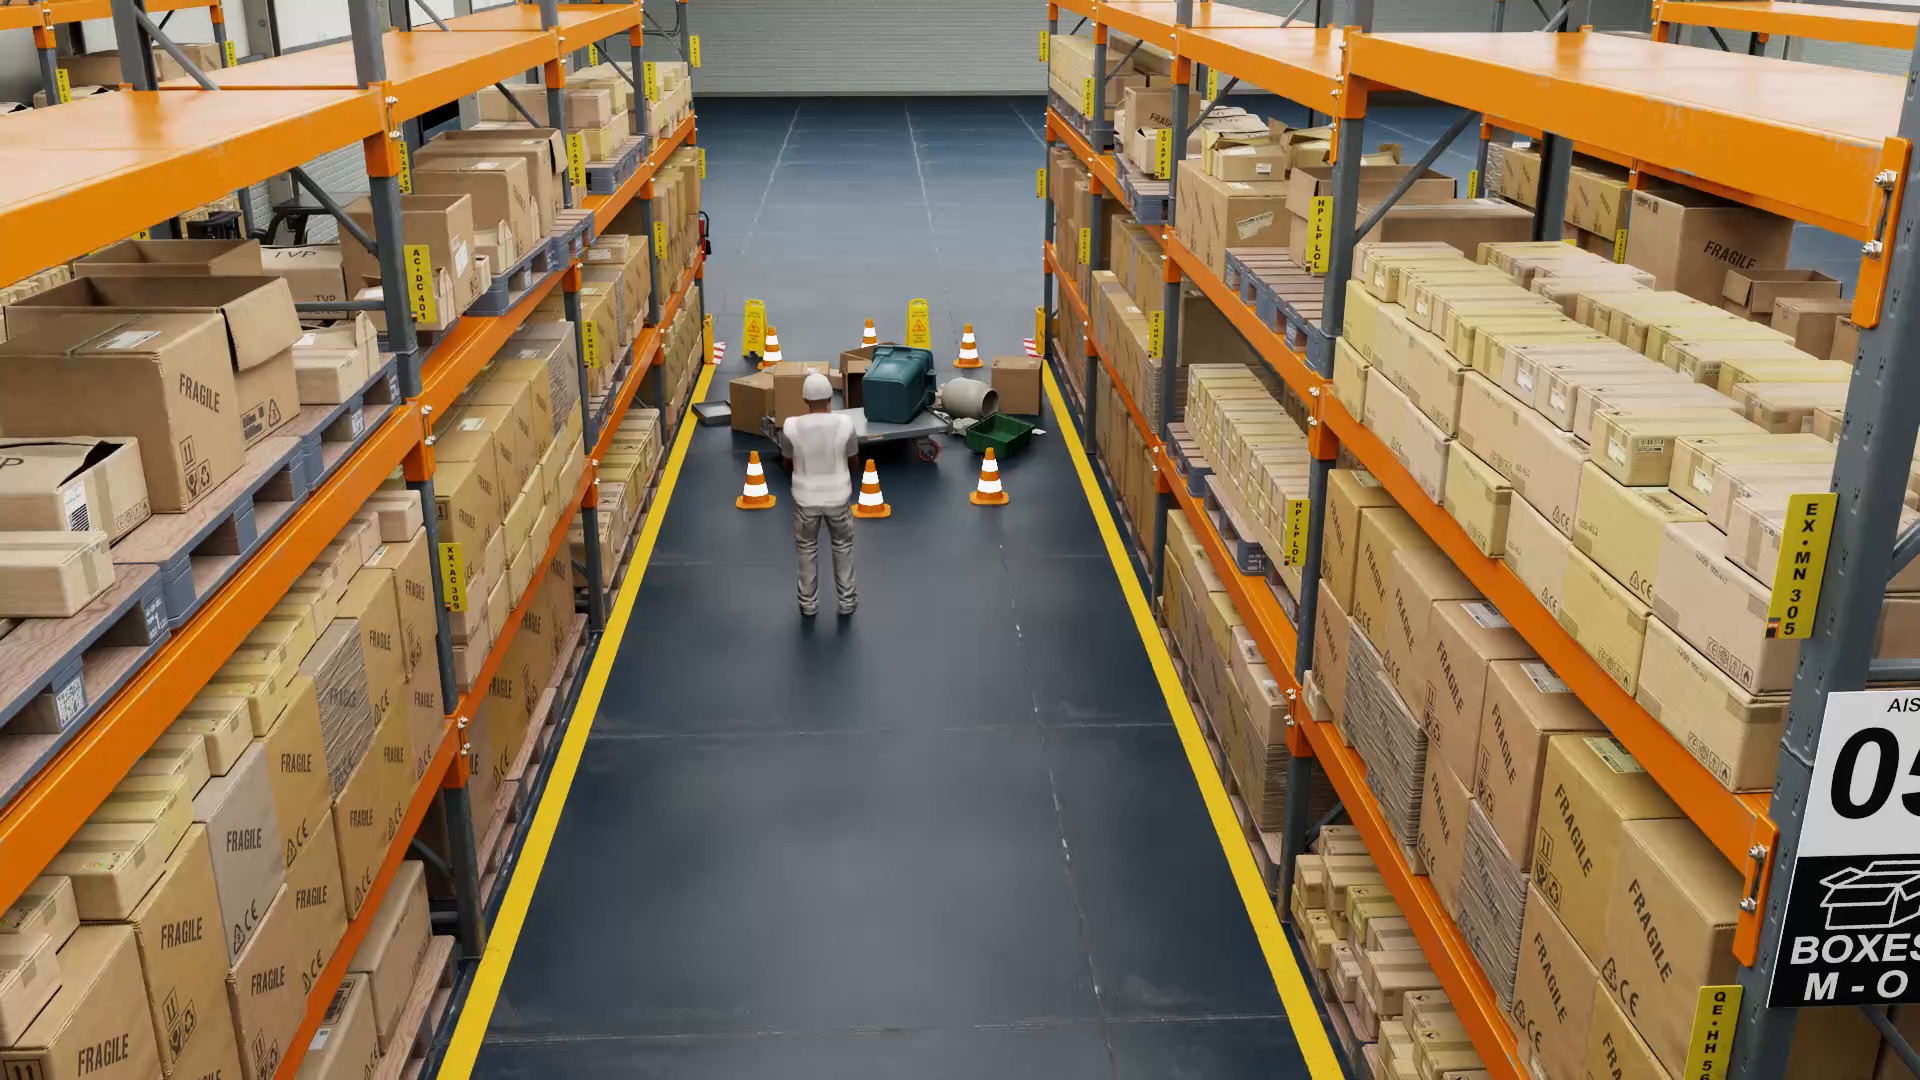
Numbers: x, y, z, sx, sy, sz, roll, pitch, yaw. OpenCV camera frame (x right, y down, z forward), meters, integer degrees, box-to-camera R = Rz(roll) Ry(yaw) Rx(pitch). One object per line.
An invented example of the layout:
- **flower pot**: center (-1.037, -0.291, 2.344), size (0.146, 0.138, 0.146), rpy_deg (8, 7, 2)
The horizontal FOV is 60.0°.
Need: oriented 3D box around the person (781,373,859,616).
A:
- **person**: center (-0.996, -0.339, 11.962), size (0.546, 1.788, 0.509), rpy_deg (-1, 20, -4)
